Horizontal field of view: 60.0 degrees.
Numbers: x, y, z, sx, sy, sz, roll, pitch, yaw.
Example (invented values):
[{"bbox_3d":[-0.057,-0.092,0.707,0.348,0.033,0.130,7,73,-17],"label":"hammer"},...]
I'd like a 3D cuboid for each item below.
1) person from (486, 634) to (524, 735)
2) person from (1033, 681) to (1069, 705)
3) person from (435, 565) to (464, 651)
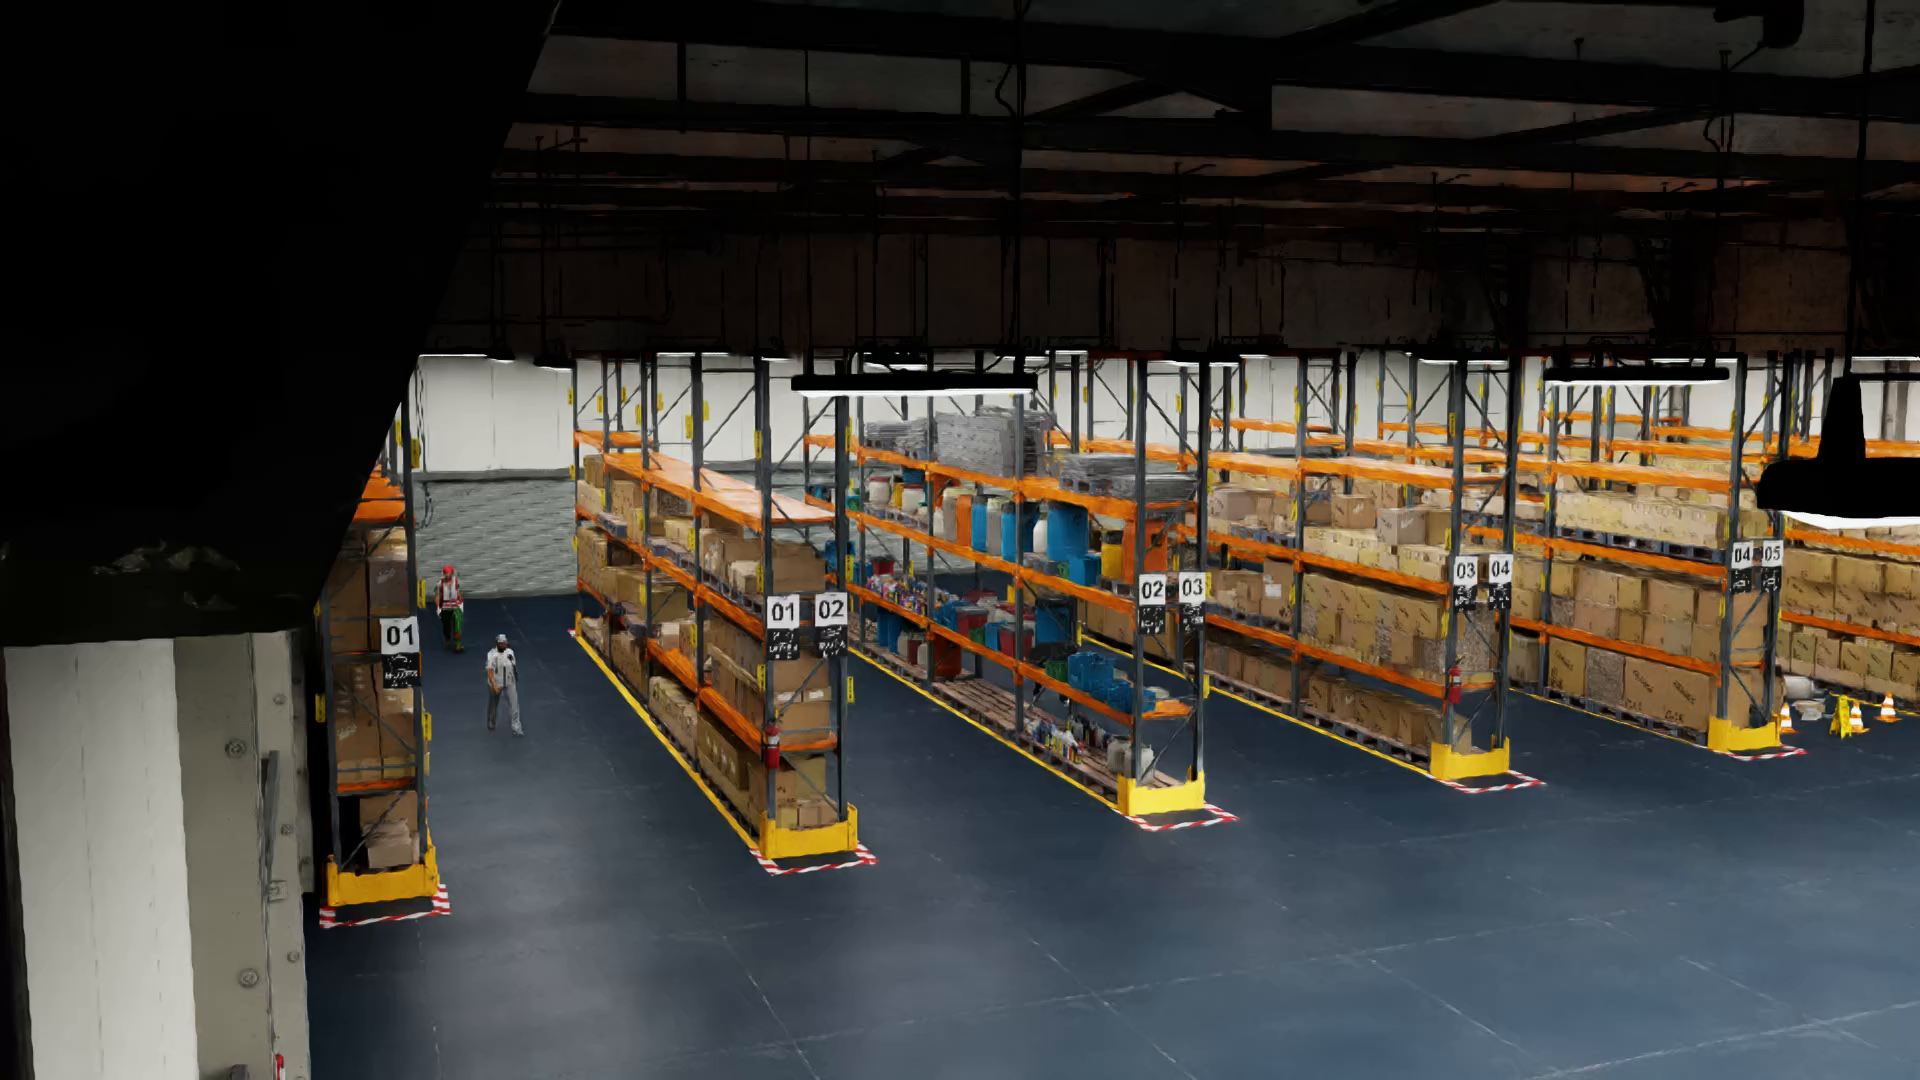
[{"bbox_3d":[-7.245,2.263,26.298,0.490,1.597,0.999,-4,8,-28],"label":"person"},{"bbox_3d":[1.560,2.036,28.374,0.411,1.533,0.957,-4,8,-29],"label":"person"},{"bbox_3d":[-10.213,1.335,33.281,0.553,1.709,1.117,-2,7,-18],"label":"person"}]
